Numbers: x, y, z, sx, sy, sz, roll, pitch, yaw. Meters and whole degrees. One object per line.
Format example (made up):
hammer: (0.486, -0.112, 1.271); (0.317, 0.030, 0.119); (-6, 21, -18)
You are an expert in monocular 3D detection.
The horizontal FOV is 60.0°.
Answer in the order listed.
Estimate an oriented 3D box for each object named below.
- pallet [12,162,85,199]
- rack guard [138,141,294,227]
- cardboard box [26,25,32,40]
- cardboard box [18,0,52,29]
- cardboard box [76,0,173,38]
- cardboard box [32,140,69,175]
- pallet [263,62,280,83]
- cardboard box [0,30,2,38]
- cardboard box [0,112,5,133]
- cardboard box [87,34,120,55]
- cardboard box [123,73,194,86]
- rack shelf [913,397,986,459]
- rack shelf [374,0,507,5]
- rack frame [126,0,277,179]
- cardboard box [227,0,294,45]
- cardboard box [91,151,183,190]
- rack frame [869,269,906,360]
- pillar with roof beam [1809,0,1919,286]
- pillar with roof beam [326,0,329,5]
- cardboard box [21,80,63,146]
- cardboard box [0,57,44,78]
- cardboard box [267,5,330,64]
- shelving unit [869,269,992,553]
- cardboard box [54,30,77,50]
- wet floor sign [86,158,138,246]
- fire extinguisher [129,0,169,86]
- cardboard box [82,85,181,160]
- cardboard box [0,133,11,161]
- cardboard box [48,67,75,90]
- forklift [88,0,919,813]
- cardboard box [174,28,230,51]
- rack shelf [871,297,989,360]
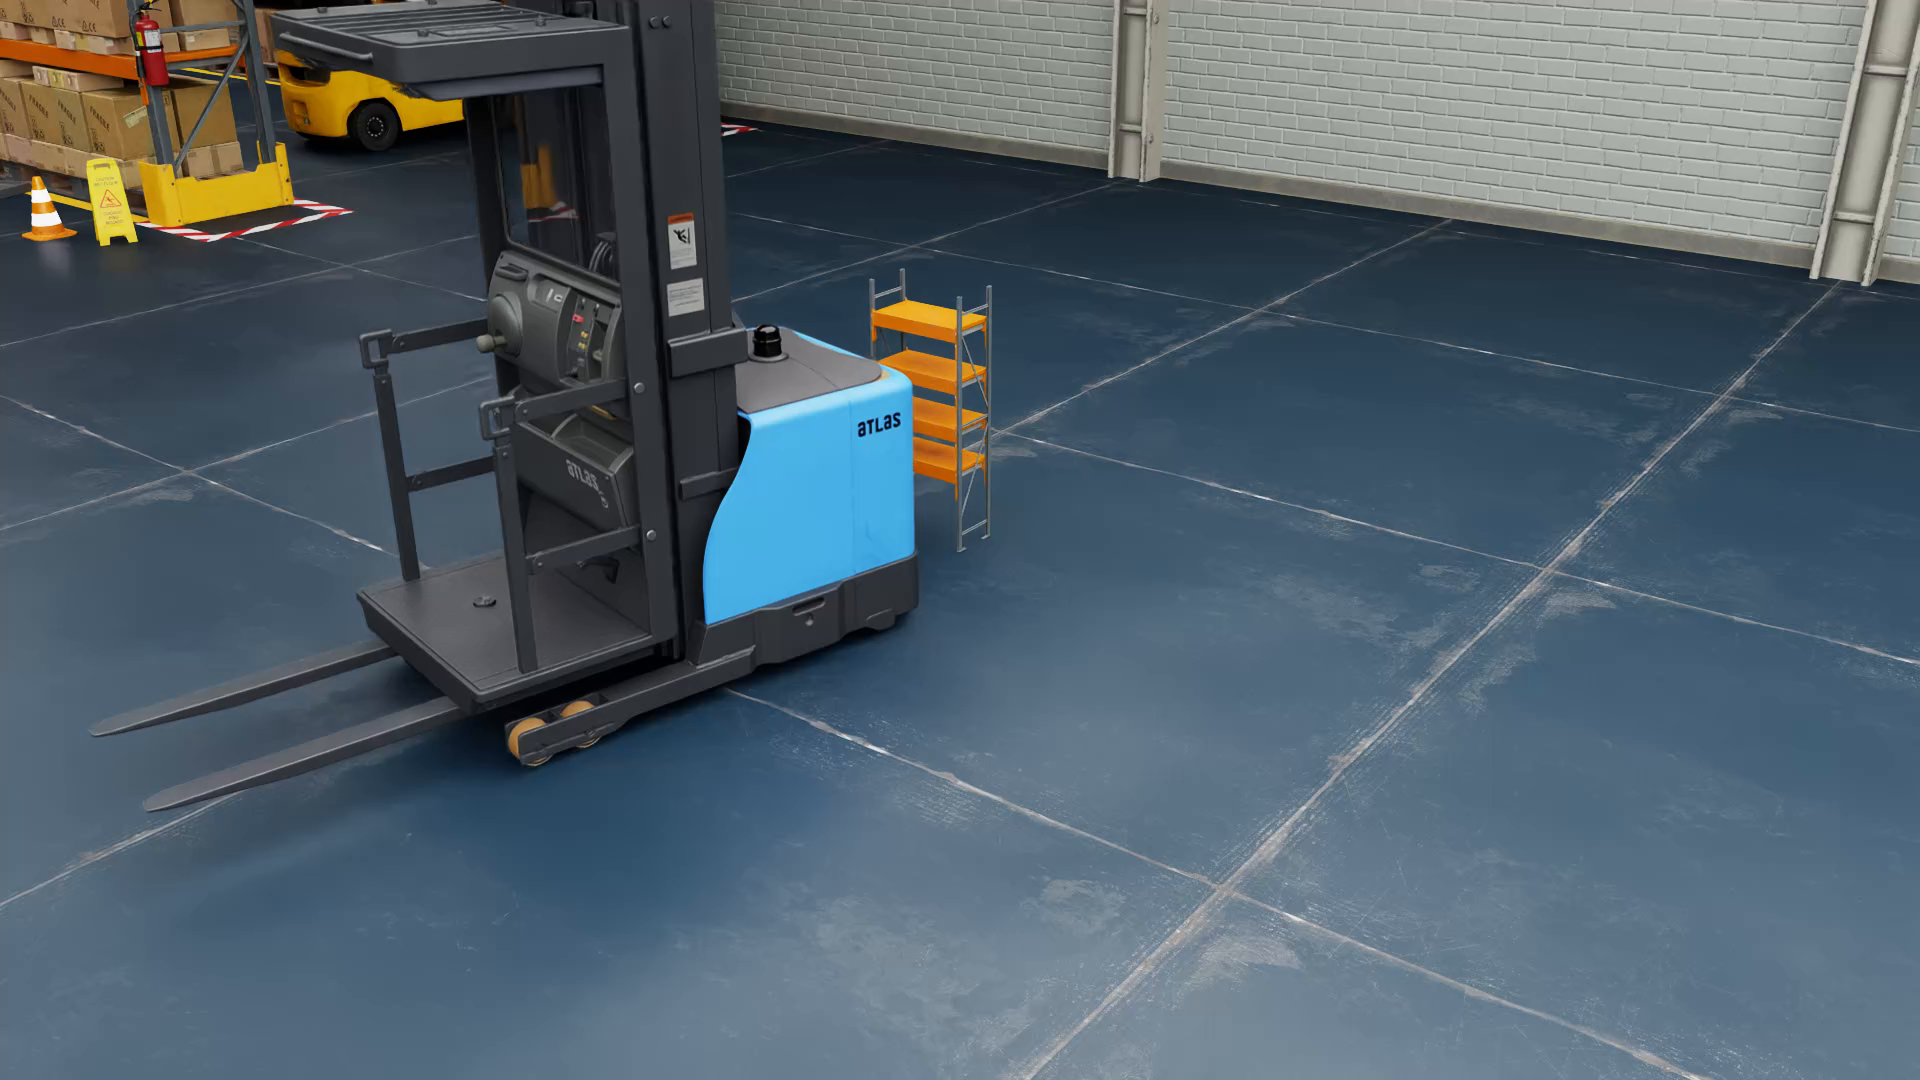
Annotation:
pallet: (-7.809, -3.363, 15.122); (1.213, 0.211, 1.003); (17, 29, 33)
rack guard: (-6.208, -2.992, 13.922); (0.348, 0.500, 1.175); (17, 29, 33)
cardboard box: (-7.786, -4.400, 14.328); (0.250, 0.149, 0.380); (17, 29, 33)
cardboard box: (-7.543, -4.587, 13.947); (0.500, 0.500, 0.500); (17, 29, 33)
cardboard box: (-6.747, -4.342, 13.392); (0.500, 0.500, 0.500); (16, 29, 32)
cardboard box: (-7.787, -3.413, 14.665); (0.500, 0.250, 0.500); (16, 28, 31)
pallet: (-7.967, -5.872, 20.815); (1.213, 0.211, 1.003); (17, 29, 33)
cardboard box: (-8.270, -4.478, 14.505); (0.250, 0.149, 0.380); (17, 29, 34)
cardboard box: (-8.602, -4.007, 15.083); (0.500, 0.500, 0.500); (18, 30, 35)
cardboard box: (-6.844, -4.050, 13.533); (0.250, 0.149, 0.380); (16, 29, 33)
cardboard box: (-7.067, -3.810, 14.636); (0.500, 0.500, 0.500); (16, 28, 31)
rack shelf: (-0.132, -0.528, 7.626); (0.480, 0.148, 0.258); (17, 29, 33)
rack shelf: (-4.774, -5.875, 18.255); (4.000, 0.370, 1.077); (17, 29, 33)
rack frame: (-6.147, -4.118, 13.376); (0.127, 3.000, 1.000); (17, 29, 33)
cardboard box: (-9.084, -6.605, 21.445); (0.625, 0.625, 0.875); (18, 29, 35)
cardboard box: (-6.975, -3.166, 14.105); (0.500, 0.250, 0.500); (17, 29, 33)
rack frame: (-0.328, -0.648, 7.733); (0.015, 1.200, 0.240); (17, 29, 33)
pillar with roof beam: (3.831, -4.634, 7.107); (0.400, 9.000, 9.100); (17, 29, 33)
pillar with roof beam: (-10.573, -8.987, 16.986); (0.400, 9.000, 9.100); (17, 29, 33)
cardboard box: (-7.764, -3.754, 14.509); (0.500, 0.500, 0.500); (16, 28, 32)
cardboard box: (-8.344, -4.192, 14.698); (0.250, 0.149, 0.380); (19, 30, 36)
cardboard box: (-8.017, -6.287, 20.723); (0.625, 0.625, 0.875); (15, 28, 31)
shelving unit: (-0.132, -0.589, 7.599); (0.503, 1.200, 0.258); (17, 29, 33)
cardboard box: (-7.260, -4.171, 13.808); (0.250, 0.149, 0.380); (17, 29, 34)
wet floor sign: (-6.637, -2.649, 12.963); (0.267, 0.644, 0.232); (-15, 28, -30)
fire extinguisher: (-6.332, -3.906, 12.991); (0.183, 0.674, 0.296); (17, 29, 33)
cardboard box: (-6.945, -3.505, 13.943); (0.500, 0.500, 0.500); (17, 29, 34)
cardboard box: (-8.604, -3.664, 15.235); (0.500, 0.250, 0.500); (19, 30, 36)
cardboard box: (-7.478, -3.930, 14.105); (0.250, 0.149, 0.380); (17, 29, 34)
forklift: (-1.626, -0.776, 5.875); (3.031, 2.935, 1.130); (-19, 30, -36)
cardboard box: (-6.295, -4.152, 13.765); (0.250, 0.149, 0.380); (17, 29, 33)
rack shelf: (-0.132, -0.949, 7.441); (0.480, 0.148, 0.258); (17, 29, 33)
